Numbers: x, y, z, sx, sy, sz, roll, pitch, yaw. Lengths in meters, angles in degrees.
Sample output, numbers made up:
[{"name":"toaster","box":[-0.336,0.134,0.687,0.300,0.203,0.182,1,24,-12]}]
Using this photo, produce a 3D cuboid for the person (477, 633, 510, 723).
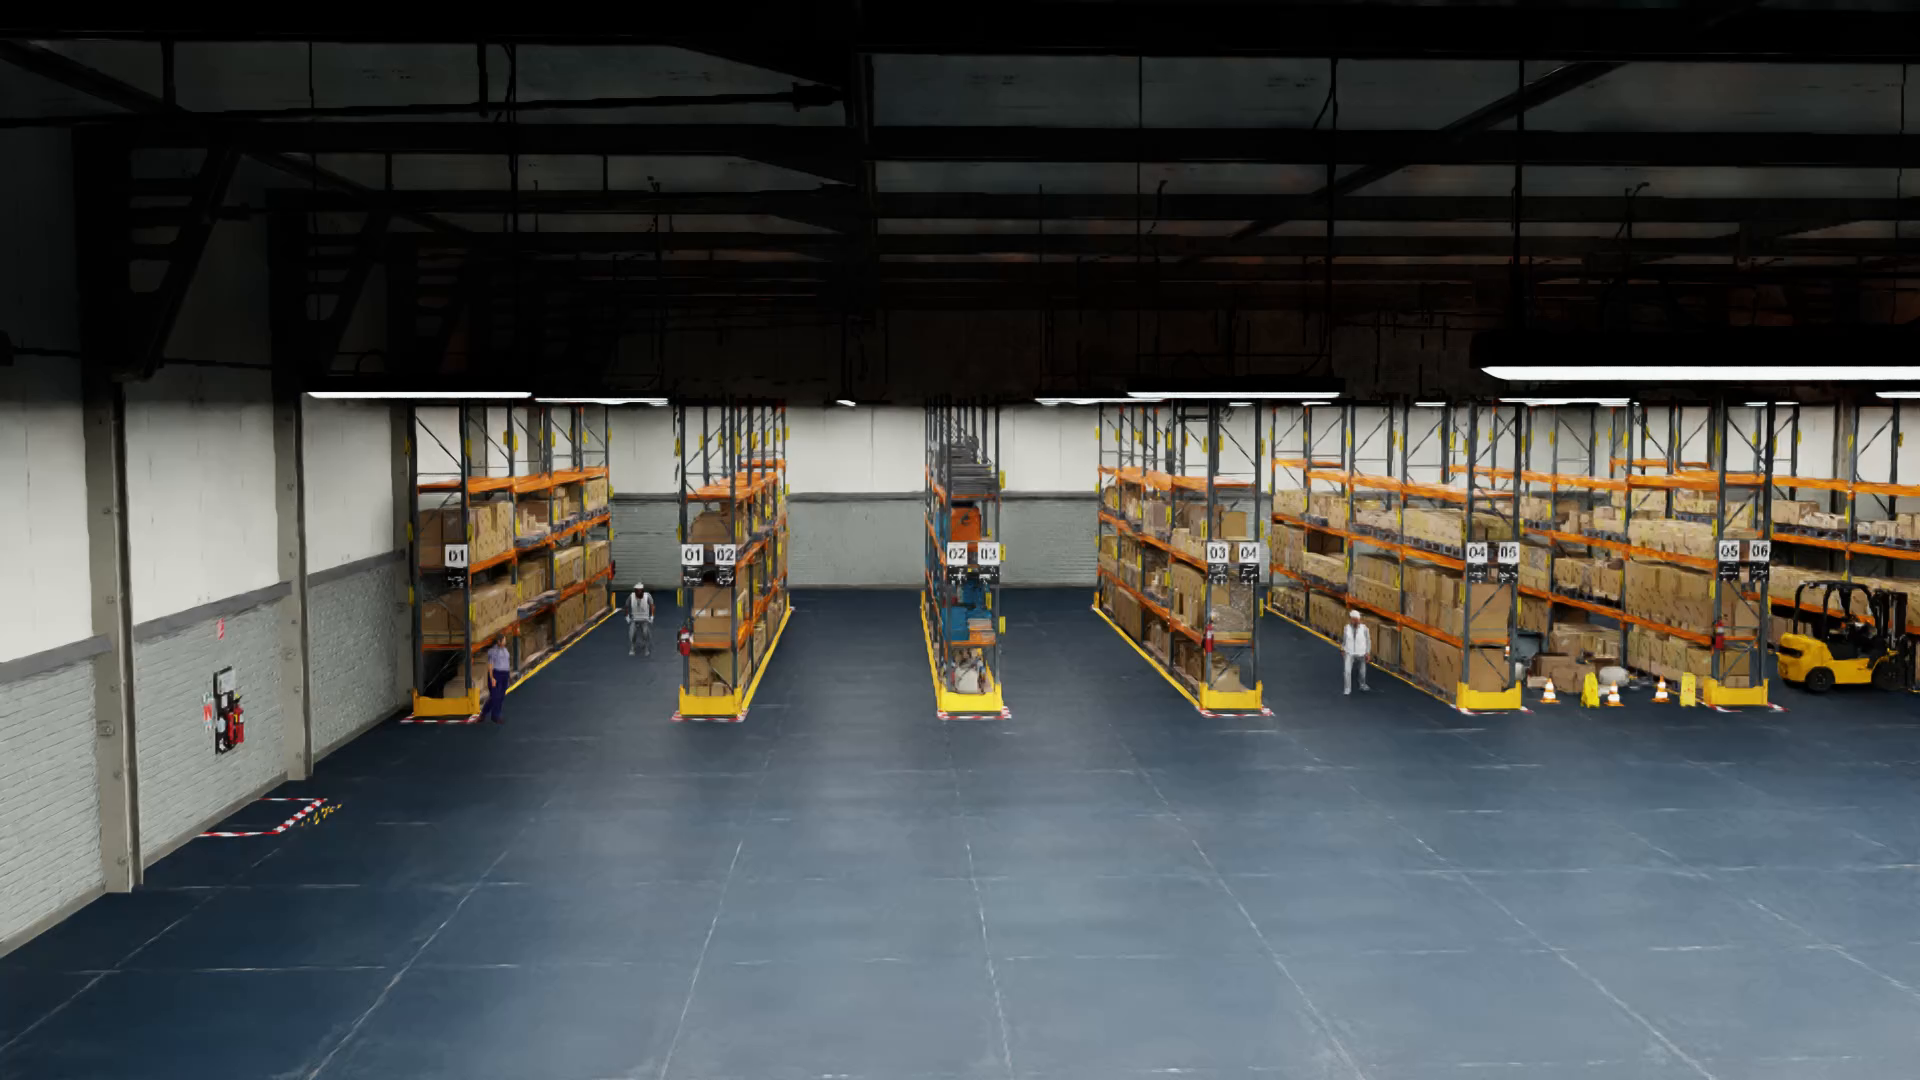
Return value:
[{"name":"person","box":[-8.464,2.516,30.216,0.466,1.627,0.657,2,5,24]}]

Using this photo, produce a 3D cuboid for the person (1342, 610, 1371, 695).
[{"name":"person","box":[7.945,2.237,33.333,0.572,1.721,0.954,1,5,18]}]

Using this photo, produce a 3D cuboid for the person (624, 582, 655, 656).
[{"name":"person","box":[-7.408,1.829,38.449,0.702,1.734,0.549,0,5,-5]}]
